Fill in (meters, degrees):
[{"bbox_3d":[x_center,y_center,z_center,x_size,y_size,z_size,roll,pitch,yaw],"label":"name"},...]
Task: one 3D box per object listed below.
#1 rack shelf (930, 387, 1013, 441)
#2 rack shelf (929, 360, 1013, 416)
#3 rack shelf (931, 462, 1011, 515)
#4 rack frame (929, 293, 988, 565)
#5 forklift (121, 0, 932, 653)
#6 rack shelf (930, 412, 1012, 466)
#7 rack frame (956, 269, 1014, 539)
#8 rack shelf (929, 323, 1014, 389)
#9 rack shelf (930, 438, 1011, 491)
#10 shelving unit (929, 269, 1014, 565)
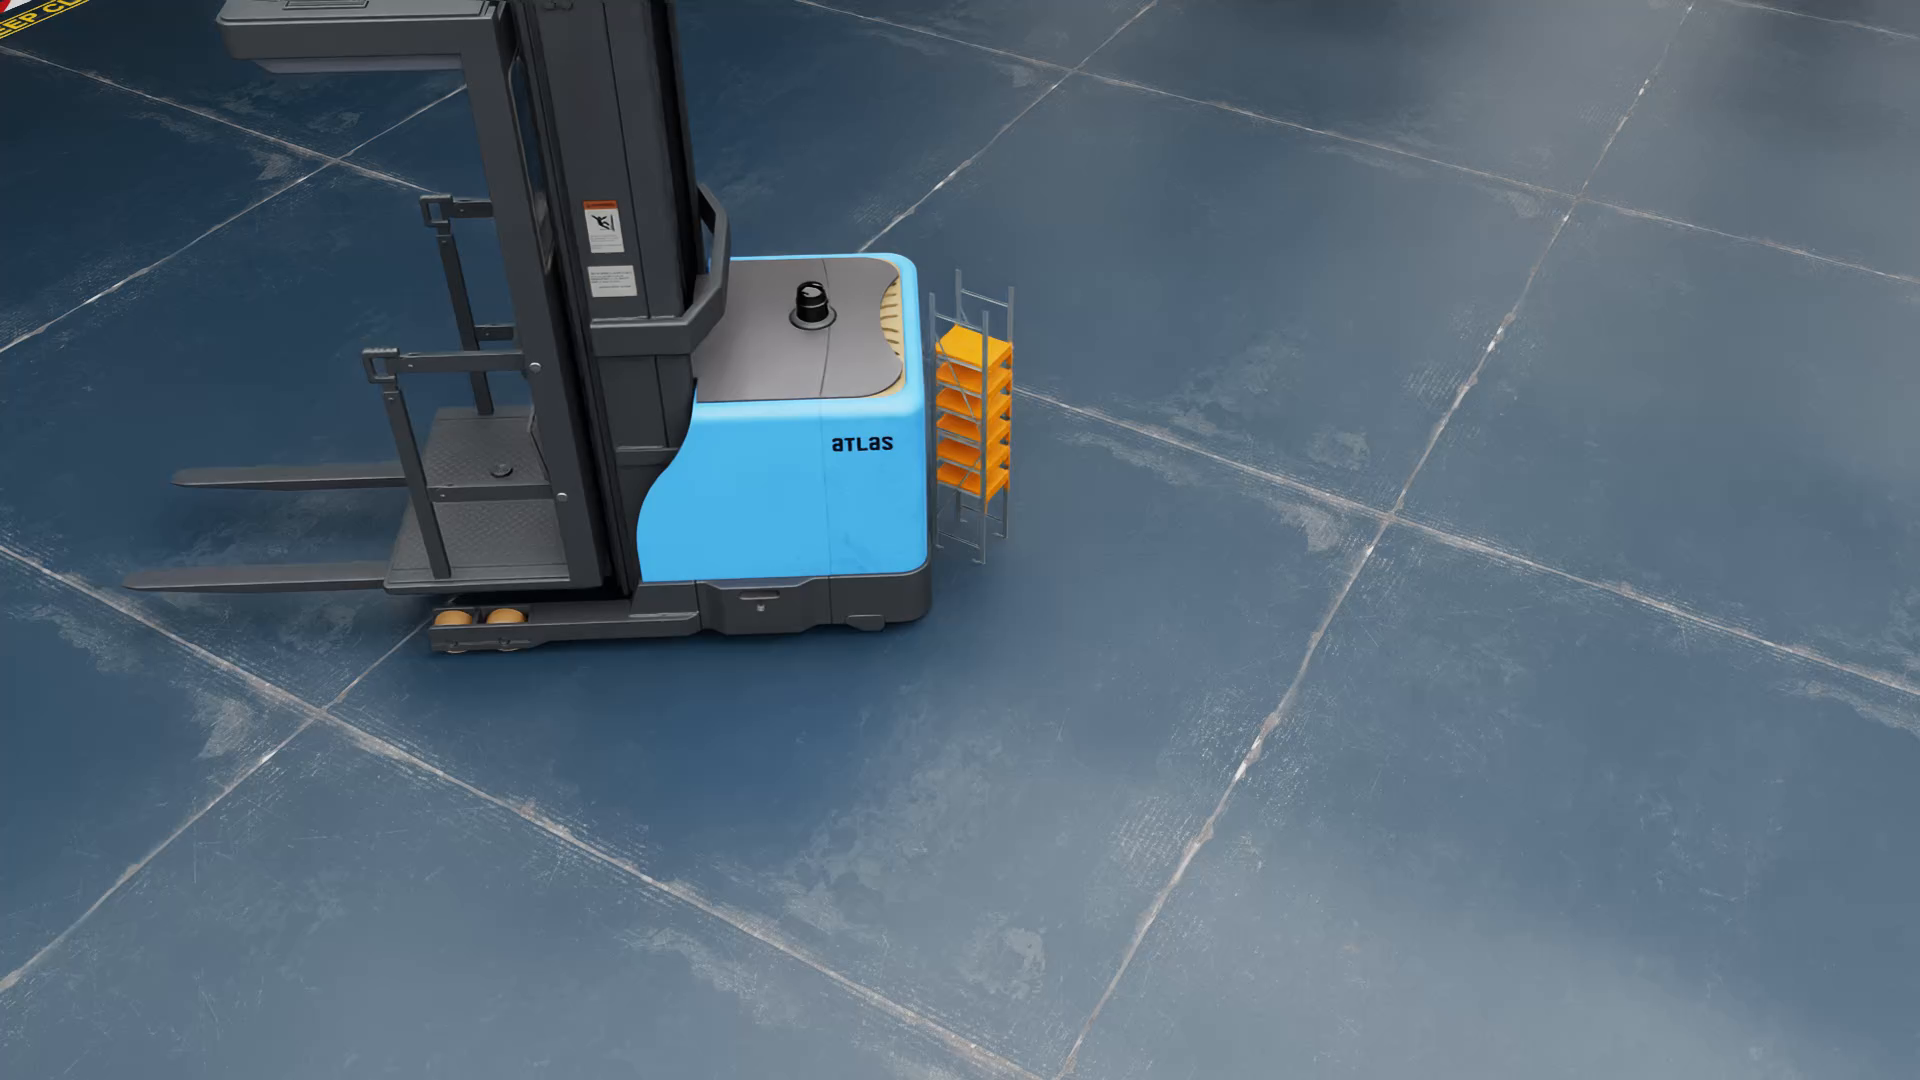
[{"bbox_3d":[0.042,-0.500,6.295,0.258,0.103,0.180,21,46,23],"label":"rack shelf"},{"bbox_3d":[0.042,-0.590,6.216,0.258,0.103,0.180,21,46,23],"label":"rack shelf"},{"bbox_3d":[0.042,-0.229,6.533,0.258,0.103,0.180,21,46,23],"label":"rack shelf"},{"bbox_3d":[-0.005,-0.391,6.286,0.240,1.200,0.006,21,46,23],"label":"rack frame"},{"bbox_3d":[-1.644,-1.034,5.707,3.031,2.935,1.130,-2,41,-2],"label":"forklift"},{"bbox_3d":[0.042,-0.410,6.374,0.258,0.103,0.180,21,46,23],"label":"rack shelf"},{"bbox_3d":[0.089,-0.495,6.404,0.240,1.200,0.006,21,46,23],"label":"rack frame"},{"bbox_3d":[0.042,-0.680,6.136,0.258,0.103,0.180,21,46,23],"label":"rack shelf"},{"bbox_3d":[0.042,-0.319,6.454,0.258,0.103,0.180,21,46,23],"label":"rack shelf"},{"bbox_3d":[0.042,-0.443,6.345,0.258,1.200,0.189,21,46,23],"label":"shelving unit"}]
